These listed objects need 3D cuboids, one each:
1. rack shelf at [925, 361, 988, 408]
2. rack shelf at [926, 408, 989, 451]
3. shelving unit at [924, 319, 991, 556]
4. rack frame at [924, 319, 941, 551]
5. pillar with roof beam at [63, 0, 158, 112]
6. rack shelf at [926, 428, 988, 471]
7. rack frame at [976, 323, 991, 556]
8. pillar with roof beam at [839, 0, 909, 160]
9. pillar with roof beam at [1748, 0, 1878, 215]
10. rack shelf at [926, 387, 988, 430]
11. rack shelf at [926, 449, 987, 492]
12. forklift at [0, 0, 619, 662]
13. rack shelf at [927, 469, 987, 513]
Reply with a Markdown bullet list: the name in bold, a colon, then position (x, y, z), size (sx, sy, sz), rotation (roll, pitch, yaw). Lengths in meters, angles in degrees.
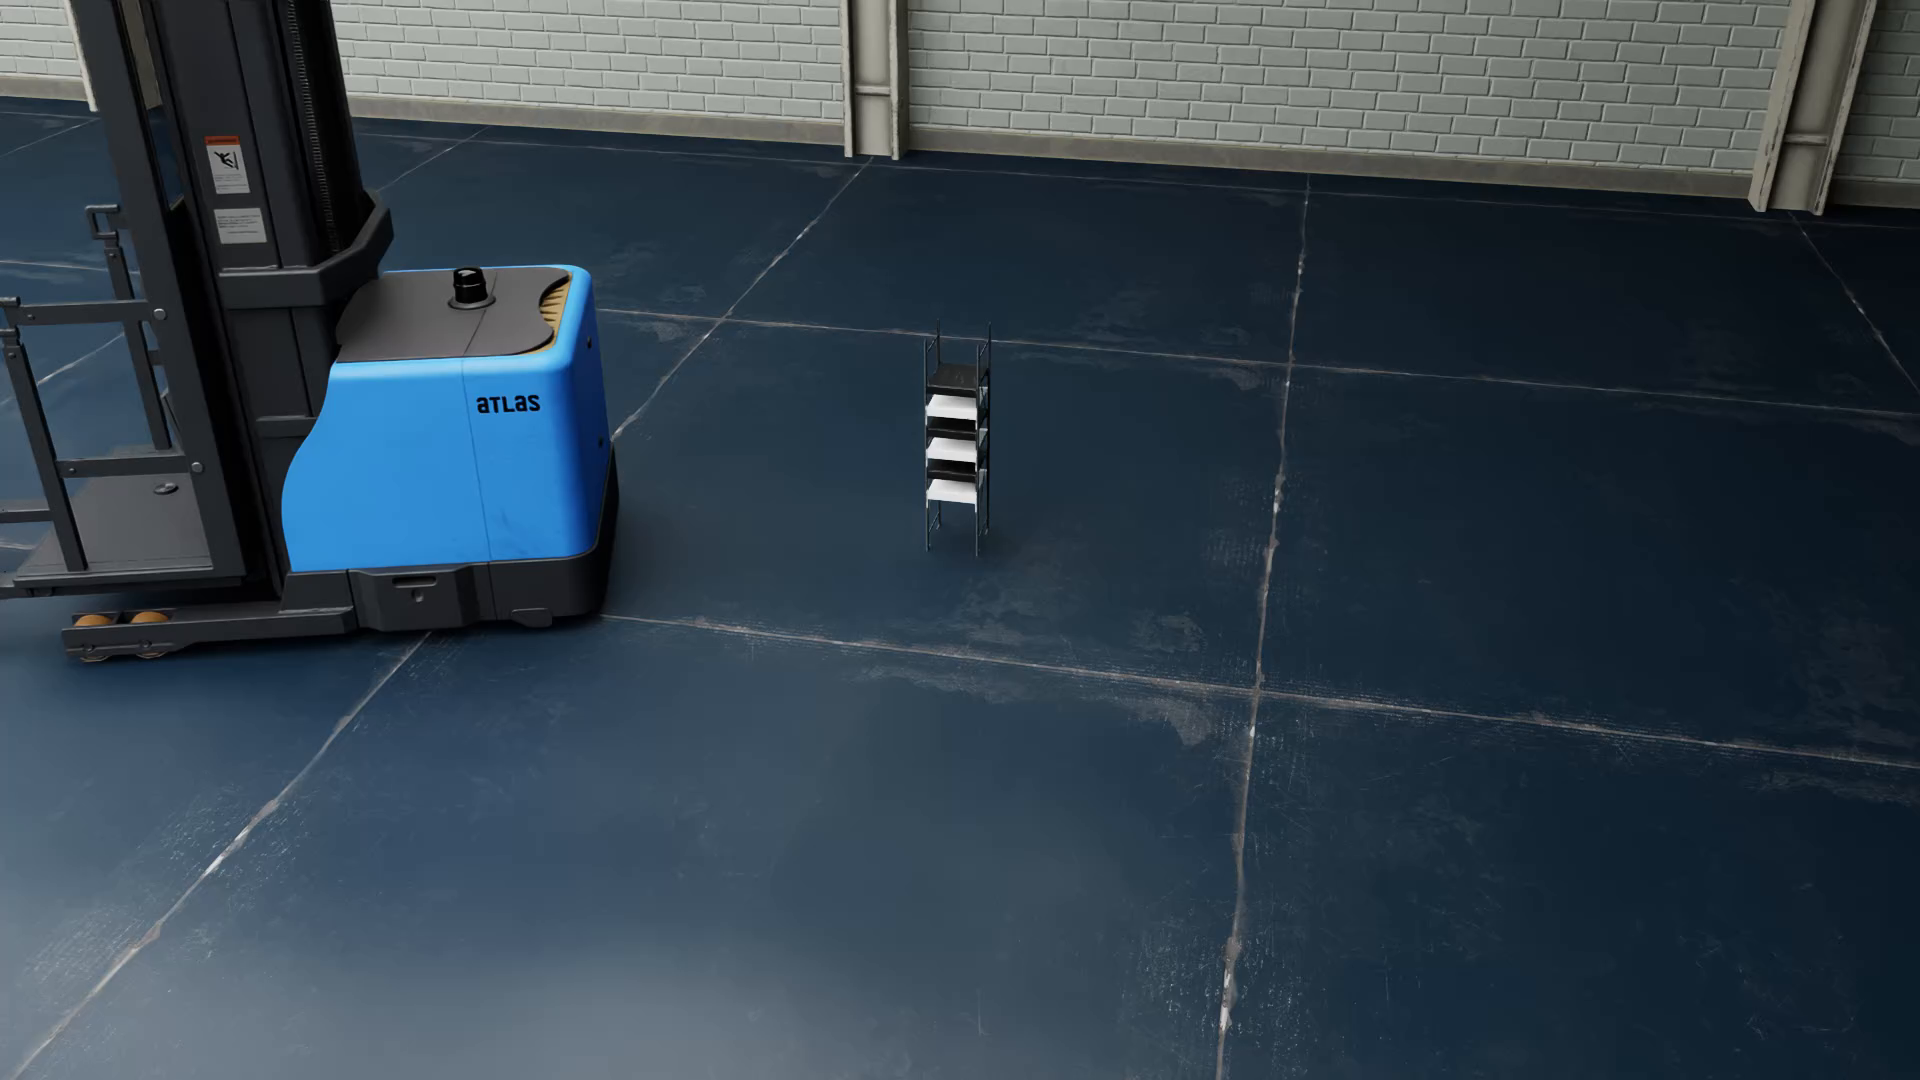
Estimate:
- **rack shelf**: position (-0.008, -0.603, 6.422), size (0.200, 0.077, 0.258), rotation (6, 29, 11)
- **rack shelf**: position (-0.008, -0.445, 6.508), size (0.200, 0.077, 0.258), rotation (6, 29, 11)
- **shelving unit**: position (-0.008, -0.396, 6.535), size (0.210, 0.900, 0.258), rotation (6, 29, 11)
- **rack frame**: position (-0.107, -0.406, 6.554), size (0.006, 0.900, 0.240), rotation (6, 29, 11)
- **pillar with roof beam**: position (-7.350, -5.268, 7.002), size (0.400, 9.000, 9.100), rotation (6, 29, 11)
- **rack shelf**: position (-0.008, -0.366, 6.551), size (0.200, 0.077, 0.258), rotation (6, 29, 11)
- **rack frame**: position (0.091, -0.385, 6.517), size (0.006, 0.900, 0.240), rotation (6, 29, 11)
- **pillar with roof beam**: position (-1.482, -4.666, 5.903), size (0.400, 9.000, 9.100), rotation (6, 29, 11)
- **pillar with roof beam**: position (4.385, -4.065, 4.804), size (0.400, 9.000, 9.100), rotation (6, 29, 11)
- **rack shelf**: position (-0.008, -0.524, 6.465), size (0.200, 0.077, 0.258), rotation (6, 29, 11)
- **rack shelf**: position (-0.008, -0.287, 6.595), size (0.200, 0.077, 0.258), rotation (6, 29, 11)
- **forklift**: position (-2.876, -1.118, 5.740), size (3.031, 2.935, 1.130), rotation (-3, 29, -6)
- **rack shelf**: position (-0.008, -0.208, 6.638), size (0.200, 0.077, 0.258), rotation (6, 29, 11)
